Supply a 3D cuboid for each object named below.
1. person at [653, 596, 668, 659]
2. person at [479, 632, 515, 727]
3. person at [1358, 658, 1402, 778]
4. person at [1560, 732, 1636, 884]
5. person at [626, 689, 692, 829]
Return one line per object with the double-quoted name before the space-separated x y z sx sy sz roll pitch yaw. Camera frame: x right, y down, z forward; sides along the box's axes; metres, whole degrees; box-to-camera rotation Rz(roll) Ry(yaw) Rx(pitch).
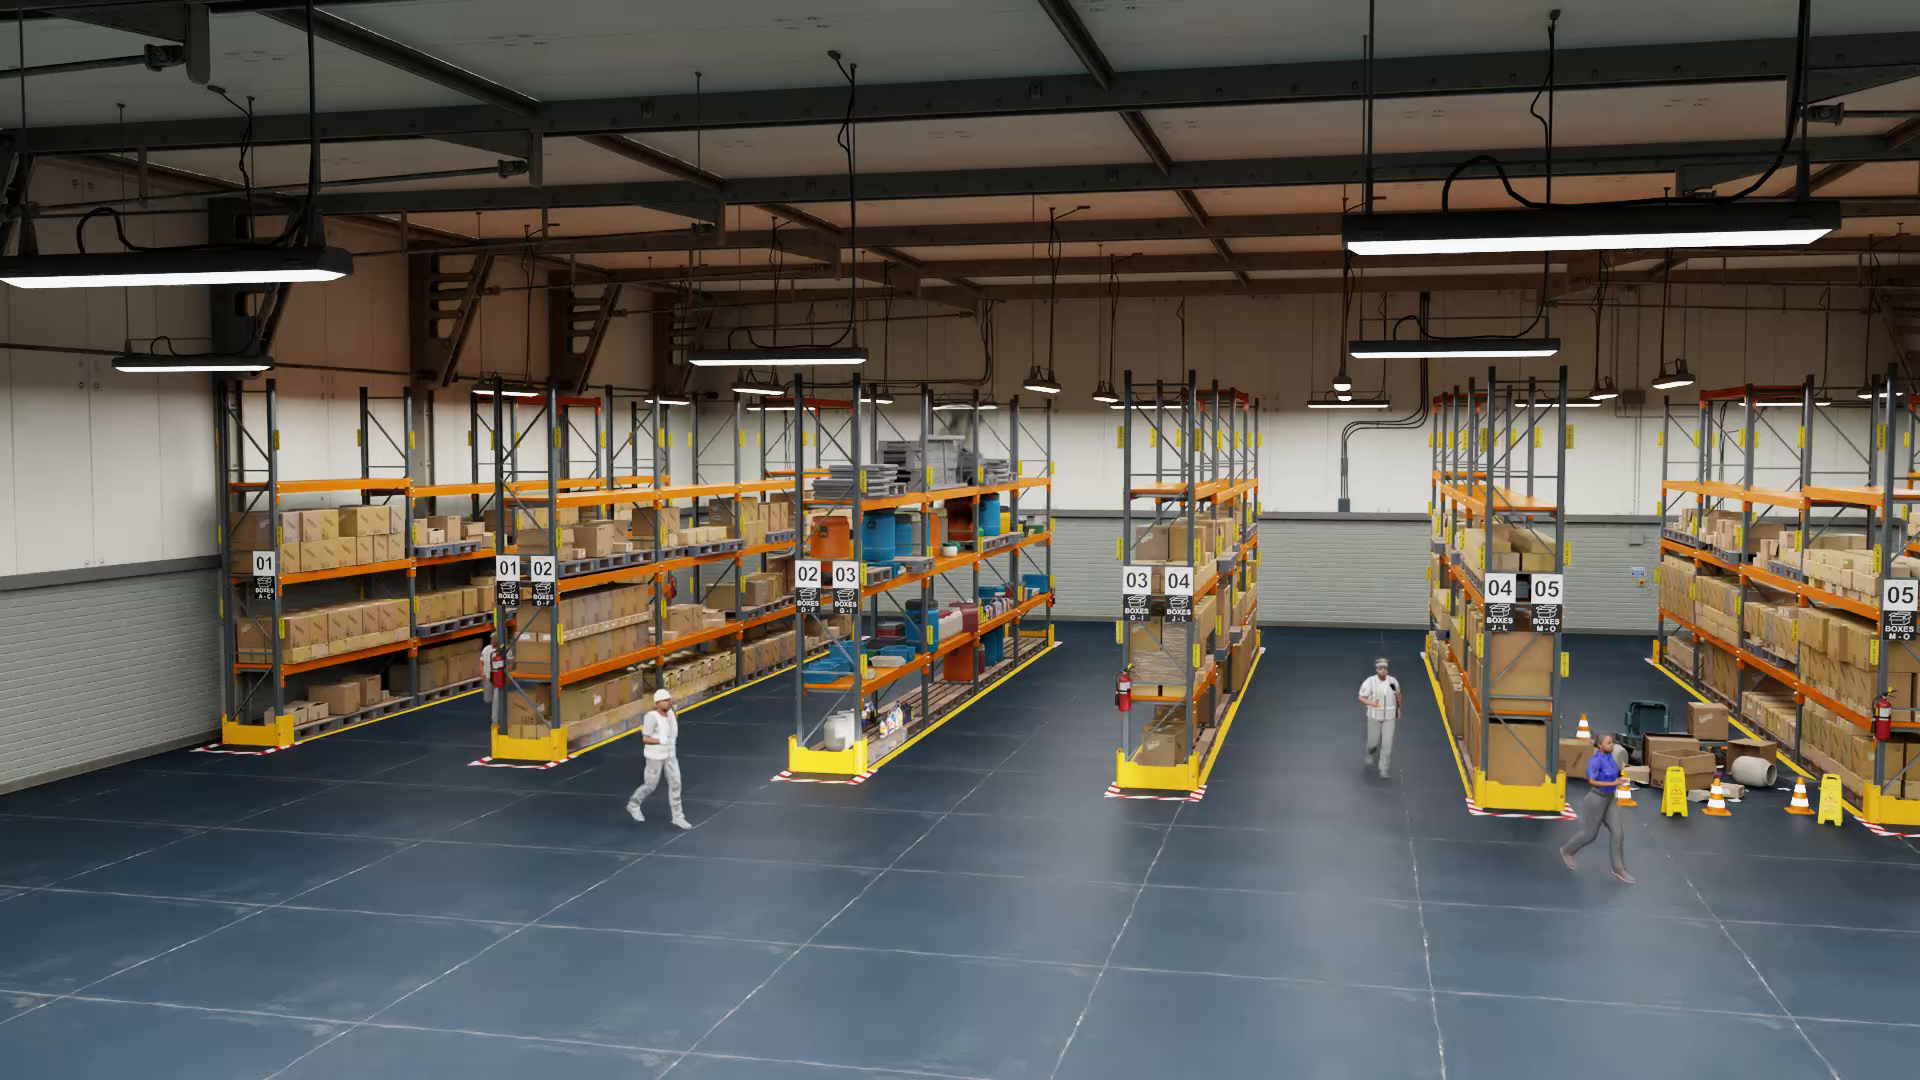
"person" -6.341 2.035 35.462 0.660 1.674 0.626 0 3 7
"person" -8.203 2.448 29.433 0.605 1.643 0.811 0 3 3
"person" 6.286 2.628 24.861 0.670 1.755 0.796 0 3 2
"person" 7.292 3.013 18.970 0.604 1.663 0.900 -3 4 -37
"person" -3.893 2.805 21.453 0.977 1.785 0.645 2 4 33
